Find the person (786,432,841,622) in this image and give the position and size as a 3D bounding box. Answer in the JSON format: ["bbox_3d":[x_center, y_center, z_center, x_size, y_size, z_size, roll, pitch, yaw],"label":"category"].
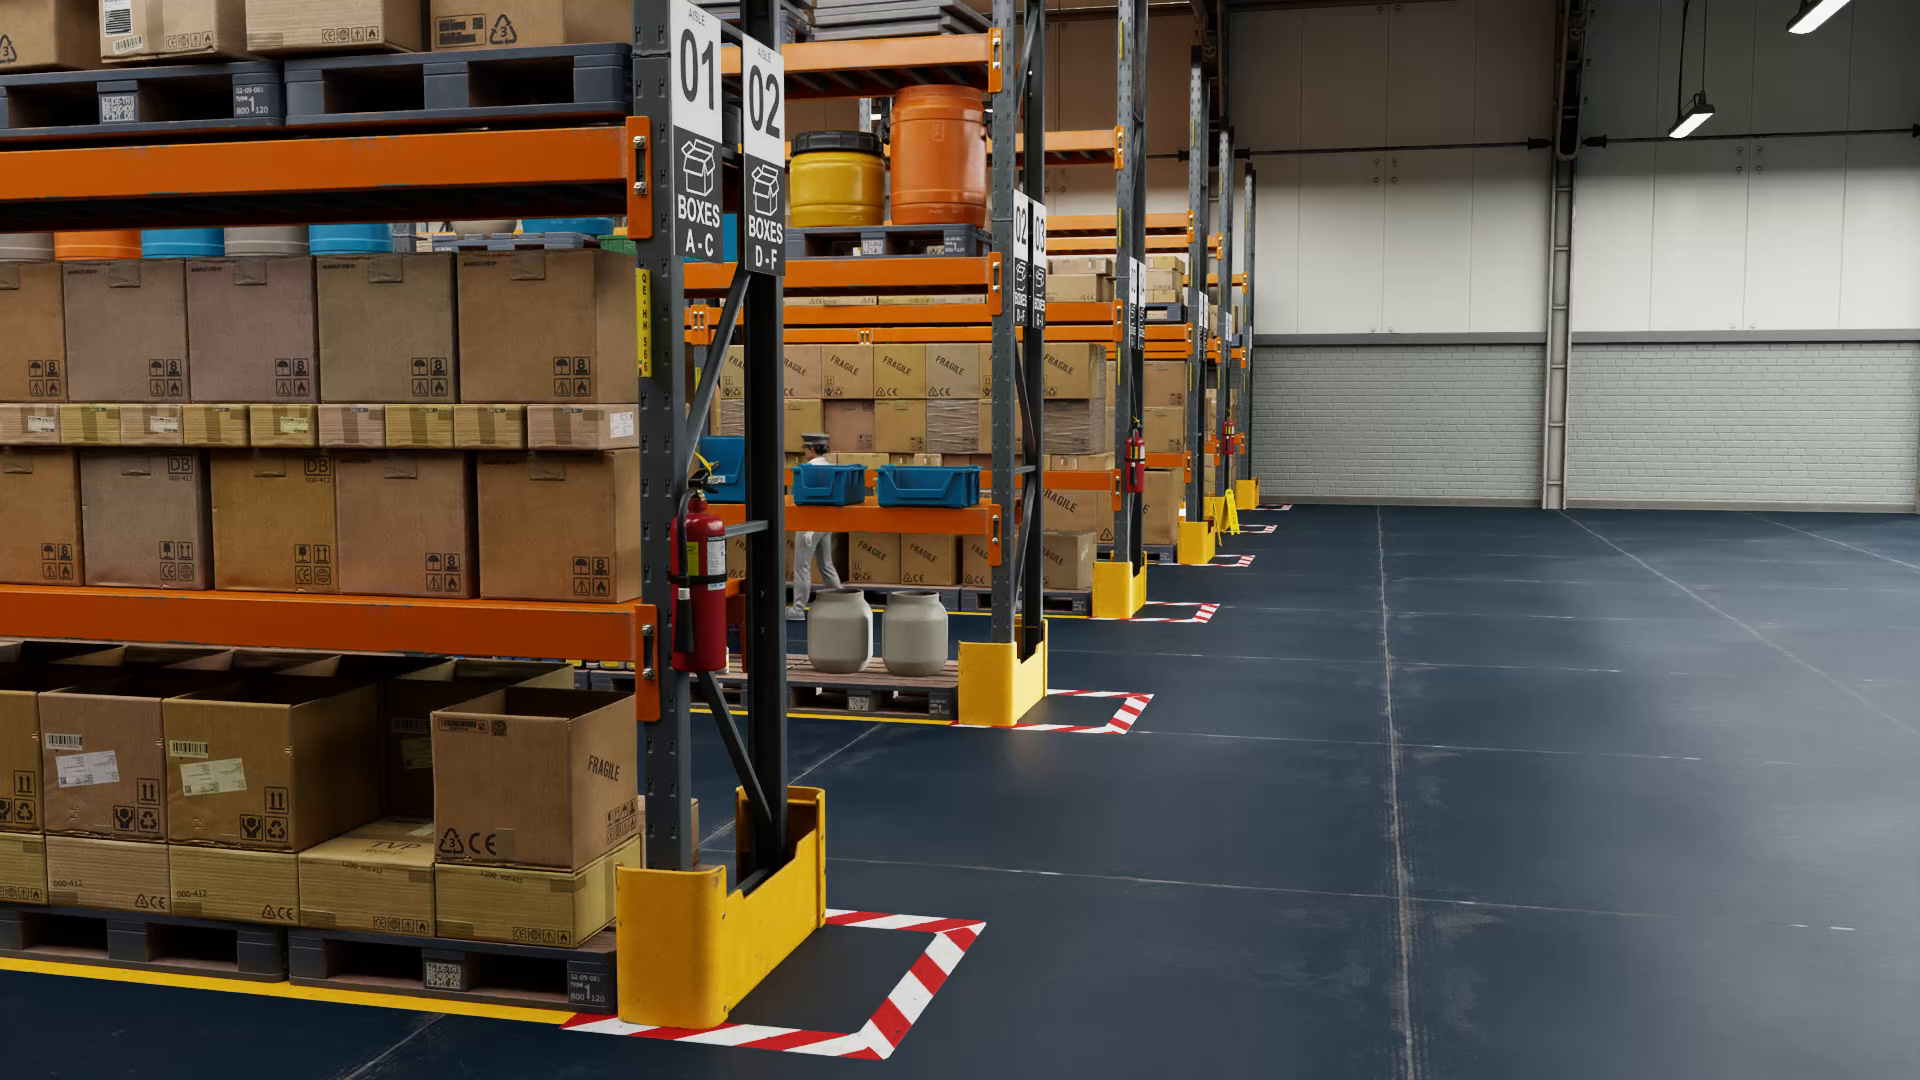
[{"bbox_3d":[-1.329,-0.118,14.644,0.583,1.666,0.491,1,5,14],"label":"person"}]
